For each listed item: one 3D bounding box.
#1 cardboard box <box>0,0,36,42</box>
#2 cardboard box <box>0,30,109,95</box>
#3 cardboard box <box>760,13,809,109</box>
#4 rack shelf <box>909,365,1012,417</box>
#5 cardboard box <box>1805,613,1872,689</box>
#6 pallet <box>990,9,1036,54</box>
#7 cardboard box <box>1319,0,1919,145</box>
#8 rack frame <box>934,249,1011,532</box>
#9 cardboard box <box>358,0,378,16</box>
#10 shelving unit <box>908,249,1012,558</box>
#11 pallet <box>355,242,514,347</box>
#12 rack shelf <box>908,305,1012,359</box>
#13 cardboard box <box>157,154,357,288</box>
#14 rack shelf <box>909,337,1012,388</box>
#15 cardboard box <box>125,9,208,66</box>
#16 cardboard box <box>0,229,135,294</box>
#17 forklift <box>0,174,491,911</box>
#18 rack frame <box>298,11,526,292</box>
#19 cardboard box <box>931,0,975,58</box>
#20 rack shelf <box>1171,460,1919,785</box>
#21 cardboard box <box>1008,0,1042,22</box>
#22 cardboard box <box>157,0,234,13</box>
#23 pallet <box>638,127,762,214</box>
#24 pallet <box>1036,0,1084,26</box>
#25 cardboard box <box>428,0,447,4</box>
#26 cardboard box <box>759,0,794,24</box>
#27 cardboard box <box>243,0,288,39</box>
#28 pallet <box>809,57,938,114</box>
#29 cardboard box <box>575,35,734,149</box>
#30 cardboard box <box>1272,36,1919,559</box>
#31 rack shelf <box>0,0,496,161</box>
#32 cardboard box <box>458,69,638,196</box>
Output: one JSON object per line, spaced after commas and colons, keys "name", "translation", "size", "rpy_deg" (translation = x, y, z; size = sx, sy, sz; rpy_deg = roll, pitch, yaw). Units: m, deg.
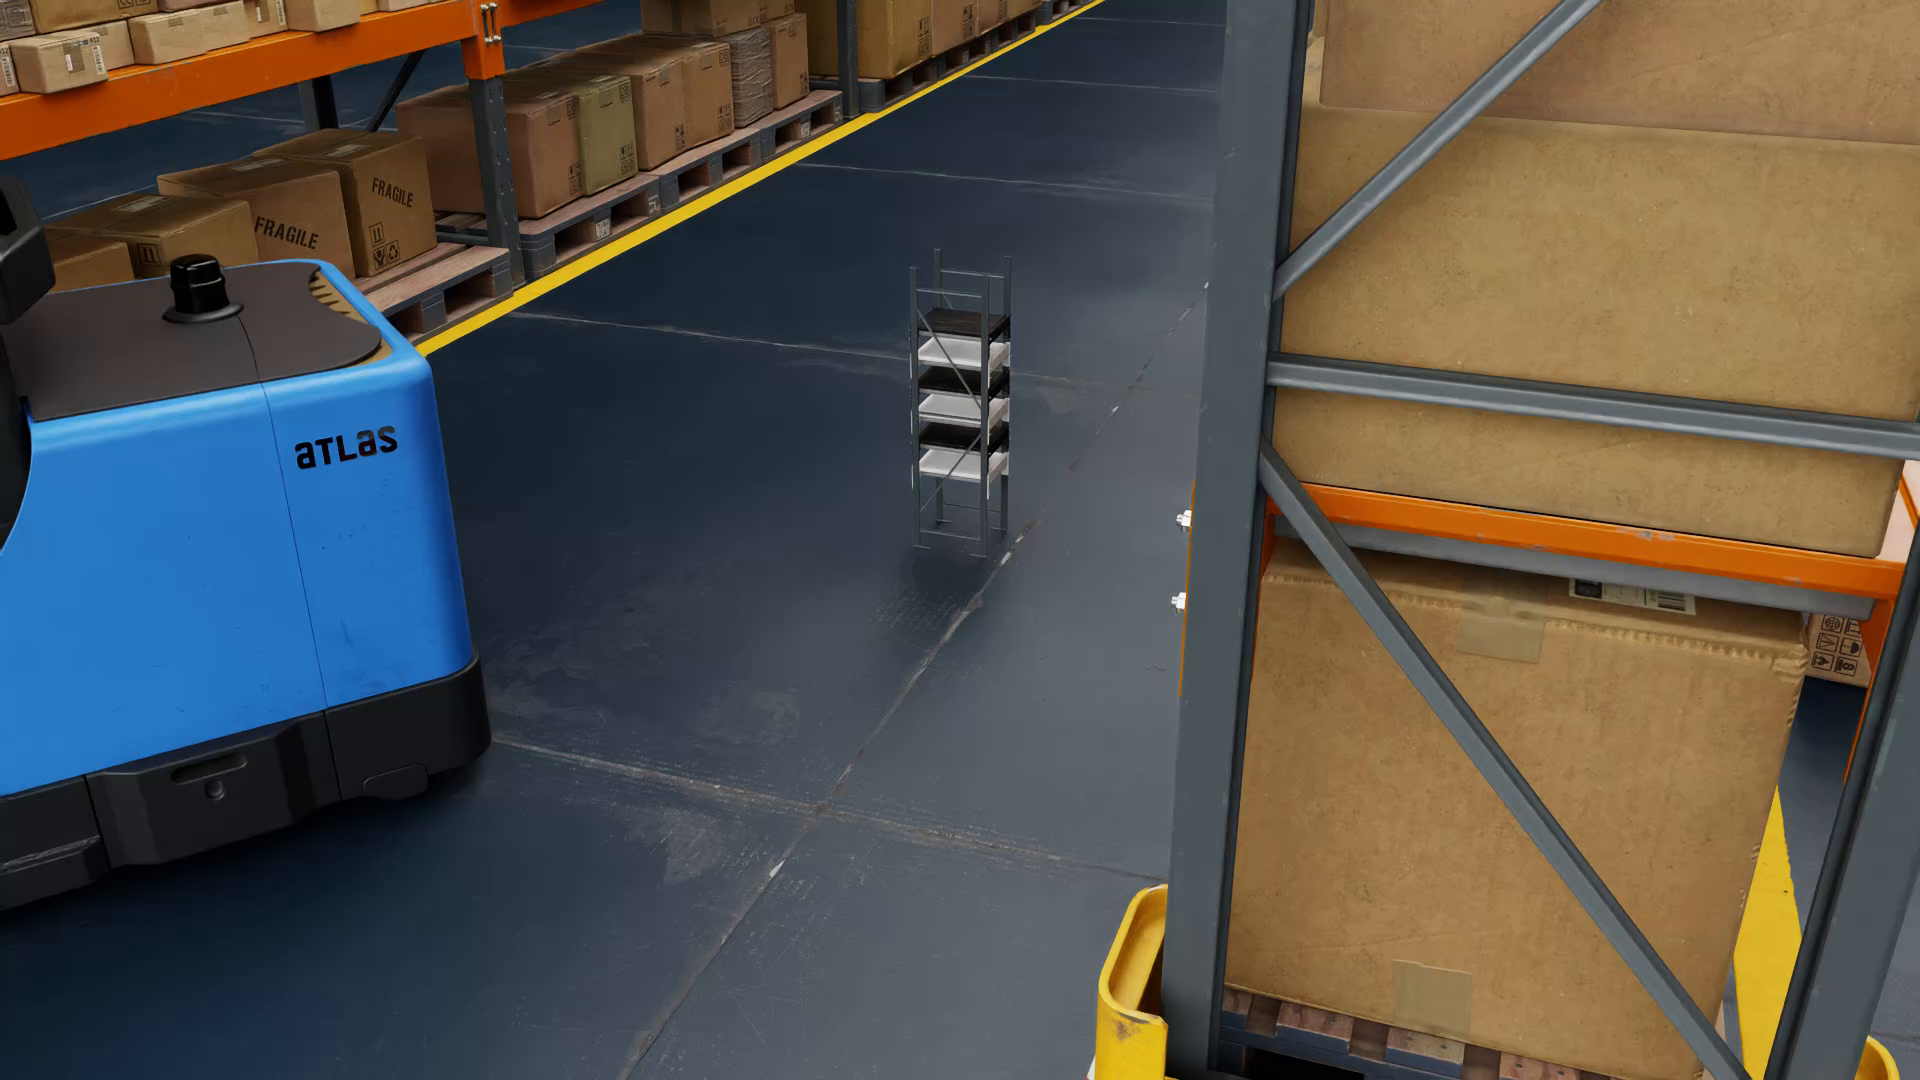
{"name": "cardboard box", "translation": [-3.356, -1.752, 4.970], "size": [0.875, 0.500, 0.500], "rpy_deg": [9, 27, 17]}
{"name": "cardboard box", "translation": [-2.915, -1.501, 5.195], "size": [0.380, 0.149, 0.250], "rpy_deg": [9, 27, 17]}
{"name": "cardboard box", "translation": [-1.367, -3.011, 10.390], "size": [0.700, 0.500, 0.500], "rpy_deg": [7, 27, 15]}
{"name": "rack shelf", "translation": [0.003, -0.459, 5.036], "size": [0.258, 0.077, 0.200], "rpy_deg": [9, 27, 17]}
{"name": "cardboard box", "translation": [2.601, 0.099, 4.469], "size": [0.500, 0.500, 0.500], "rpy_deg": [14, 29, 26]}
{"name": "pallet", "translation": [-0.018, -4.277, 13.841], "size": [1.003, 0.211, 1.213], "rpy_deg": [9, 27, 17]}
{"name": "cardboard box", "translation": [0.978, -0.868, 2.190], "size": [0.875, 0.550, 0.550], "rpy_deg": [9, 27, 17]}
{"name": "rack frame", "translation": [0.037, -0.450, 5.147], "size": [0.240, 0.900, 0.006], "rpy_deg": [9, 27, 17]}
{"name": "cardboard box", "translation": [-2.520, -2.133, 6.502], "size": [0.380, 0.149, 0.250], "rpy_deg": [9, 27, 17]}
{"name": "shelving unit", "translation": [0.003, -0.408, 5.061], "size": [0.258, 0.900, 0.210], "rpy_deg": [9, 27, 17]}
{"name": "pallet", "translation": [-2.684, -1.036, 7.148], "size": [1.003, 0.211, 1.213], "rpy_deg": [9, 27, 17]}
{"name": "rack shelf", "translation": [0.003, -0.621, 4.958], "size": [0.258, 0.077, 0.200], "rpy_deg": [9, 27, 17]}
{"name": "cardboard box", "translation": [-2.848, -1.241, 6.758], "size": [0.500, 0.500, 0.500], "rpy_deg": [19, 32, 34]}
{"name": "rack shelf", "translation": [0.003, -0.540, 4.997], "size": [0.258, 0.077, 0.200], "rpy_deg": [9, 27, 17]}
{"name": "cardboard box", "translation": [-2.801, -1.714, 5.637], "size": [0.380, 0.149, 0.250], "rpy_deg": [9, 27, 17]}
{"name": "cardboard box", "translation": [-3.209, -0.752, 5.748], "size": [0.500, 0.500, 0.500], "rpy_deg": [11, 28, 22]}
{"name": "forklift", "translation": [-2.668, -0.585, 3.095], "size": [3.031, 2.935, 1.130], "rpy_deg": [-15, 30, -28]}
{"name": "rack frame", "translation": [-2.494, -2.573, 7.121], "size": [1.000, 3.000, 0.127], "rpy_deg": [9, 27, 17]}
{"name": "cardboard box", "translation": [-0.610, -4.095, 12.221], "size": [1.225, 0.875, 0.875], "rpy_deg": [9, 27, 18]}
{"name": "rack shelf", "translation": [1.484, -0.666, 4.009], "size": [1.077, 0.370, 4.000], "rpy_deg": [9, 27, 17]}
{"name": "cardboard box", "translation": [-0.026, -4.827, 13.733], "size": [1.225, 0.875, 0.875], "rpy_deg": [9, 27, 18]}
{"name": "cardboard box", "translation": [-2.973, -2.155, 5.803], "size": [0.875, 0.500, 0.500], "rpy_deg": [9, 27, 17]}
{"name": "pallet", "translation": [-1.832, -2.141, 9.429], "size": [1.003, 0.211, 1.213], "rpy_deg": [9, 27, 17]}
{"name": "pallet", "translation": [0.495, -4.906, 15.141], "size": [1.003, 0.211, 1.213], "rpy_deg": [9, 27, 17]}
{"name": "cardboard box", "translation": [-2.288, -2.328, 6.905], "size": [0.380, 0.149, 0.250], "rpy_deg": [9, 27, 17]}
{"name": "cardboard box", "translation": [-1.358, -3.347, 10.224], "size": [0.500, 0.250, 0.500], "rpy_deg": [10, 28, 20]}
{"name": "cardboard box", "translation": [-2.706, -1.931, 6.084], "size": [0.380, 0.149, 0.250], "rpy_deg": [9, 27, 17]}
{"name": "pallet", "translation": [-0.830, -3.274, 11.770], "size": [1.003, 0.211, 1.213], "rpy_deg": [9, 27, 17]}
{"name": "cardboard box", "translation": [-1.722, -2.547, 9.432], "size": [0.700, 0.500, 0.500], "rpy_deg": [11, 28, 22]}
{"name": "cardboard box", "translation": [0.899, -0.394, 2.451], "size": [0.875, 0.550, 0.550], "rpy_deg": [9, 27, 17]}
{"name": "rack shelf", "translation": [-3.160, -1.427, 5.580], "size": [1.077, 0.370, 4.000], "rpy_deg": [9, 27, 17]}
{"name": "cardboard box", "translation": [-2.093, -2.088, 8.484], "size": [0.700, 0.500, 0.500], "rpy_deg": [9, 27, 17]}
